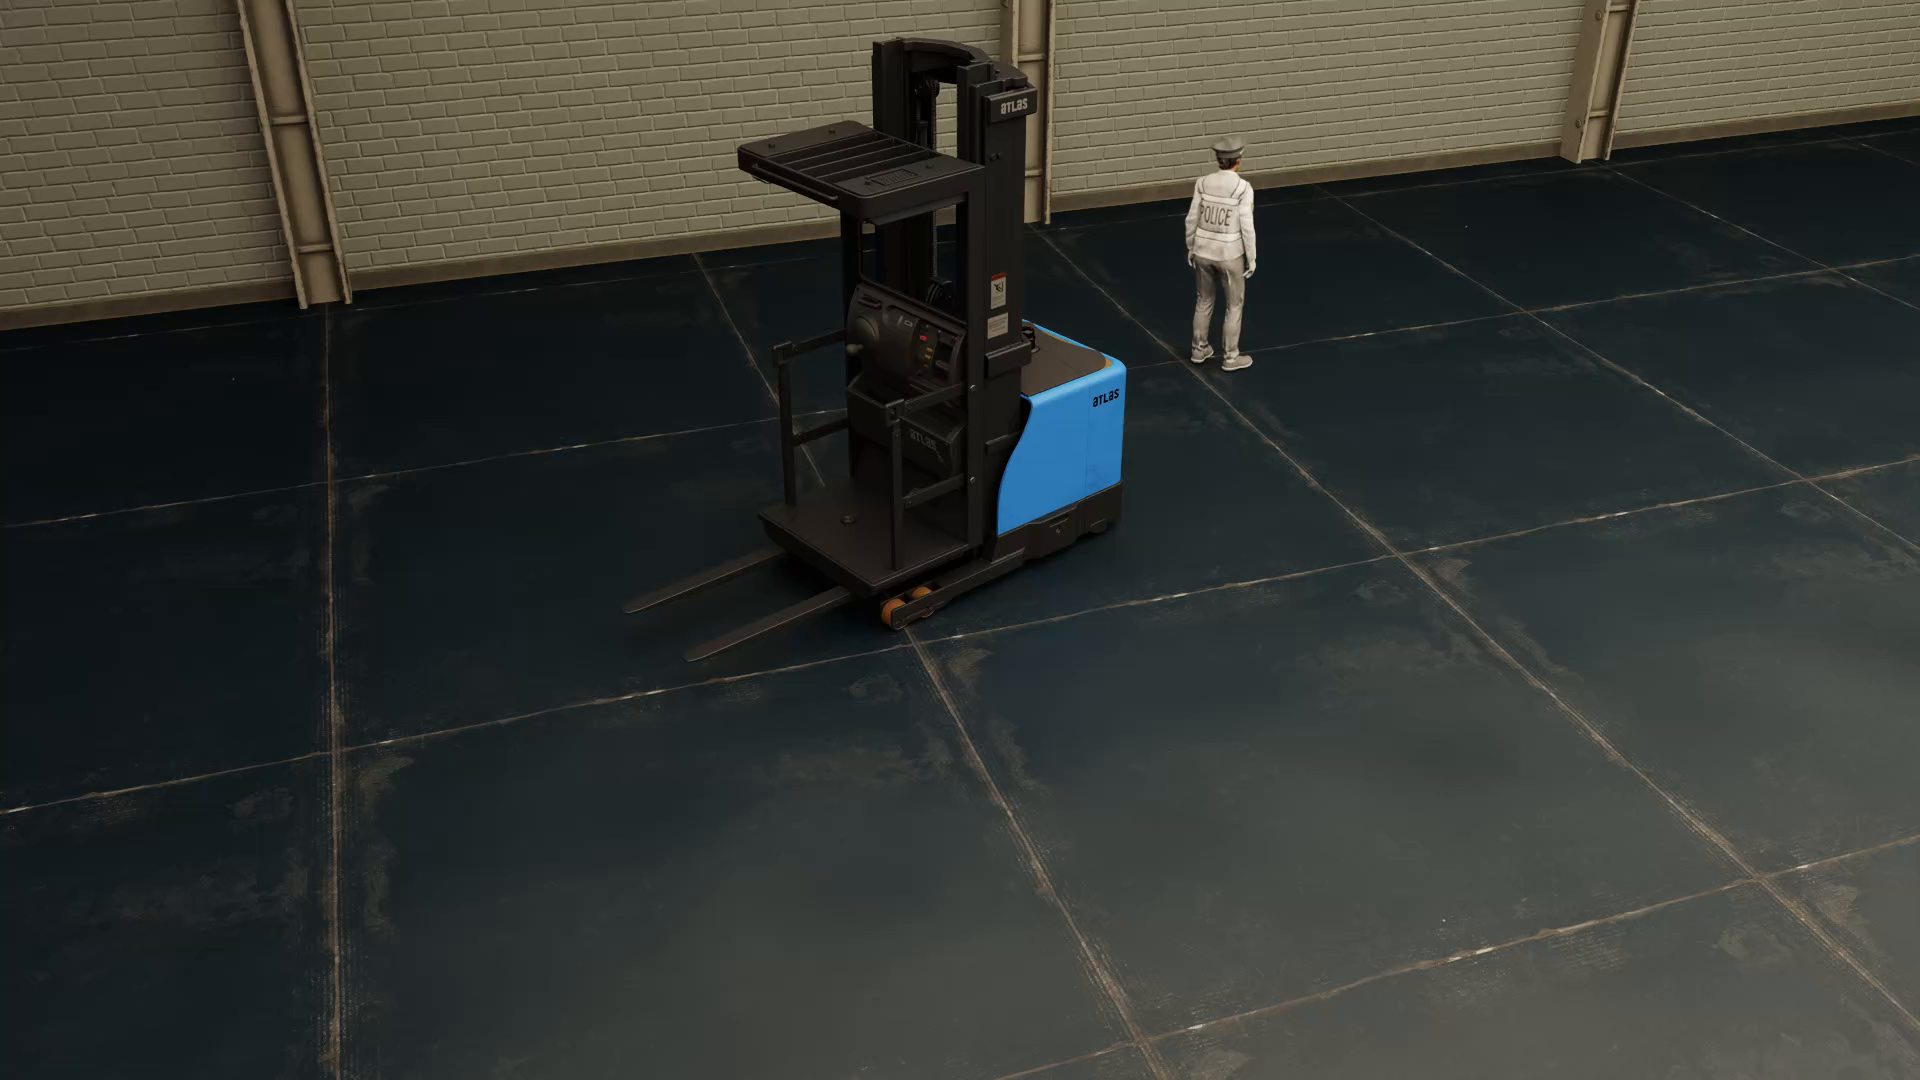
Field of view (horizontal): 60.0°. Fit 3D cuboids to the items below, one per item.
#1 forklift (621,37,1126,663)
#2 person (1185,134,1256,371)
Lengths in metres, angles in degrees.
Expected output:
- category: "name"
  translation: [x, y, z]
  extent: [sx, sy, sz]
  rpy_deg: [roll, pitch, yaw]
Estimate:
- category: "forklift"
  translation: [-0.461, -1.072, 8.951]
  extent: [3.031, 2.935, 1.130]
  rpy_deg: [-23, 37, -34]
- category: "person"
  translation: [1.865, -2.037, 11.901]
  extent: [0.546, 1.664, 0.376]
  rpy_deg: [18, 35, 29]
